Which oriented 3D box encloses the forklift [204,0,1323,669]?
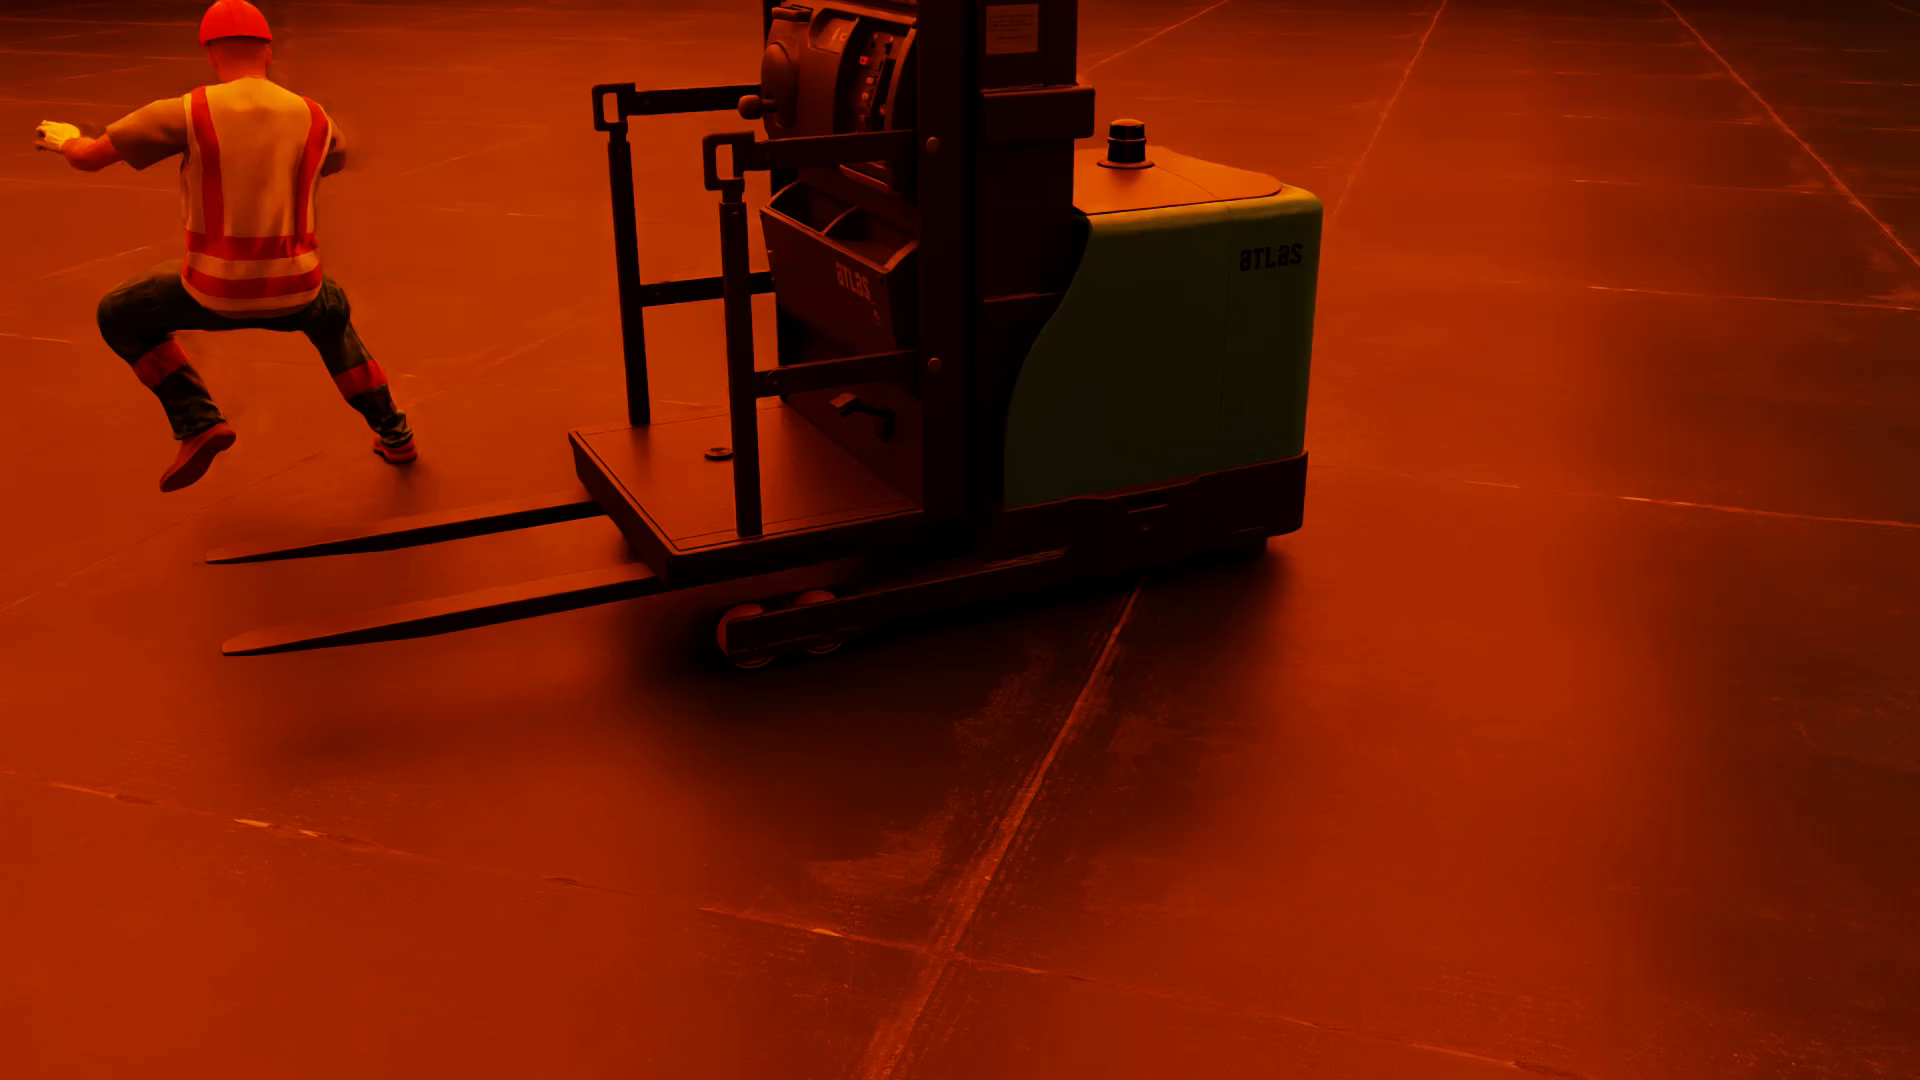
[{"bbox_3d":[-0.513,-1.251,4.309,3.031,2.935,1.130,-11,25,-24],"label":"forklift"}]

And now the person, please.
[{"bbox_3d":[-2.306,-0.924,5.312,0.978,1.560,0.782,-16,27,-33],"label":"person"}]
